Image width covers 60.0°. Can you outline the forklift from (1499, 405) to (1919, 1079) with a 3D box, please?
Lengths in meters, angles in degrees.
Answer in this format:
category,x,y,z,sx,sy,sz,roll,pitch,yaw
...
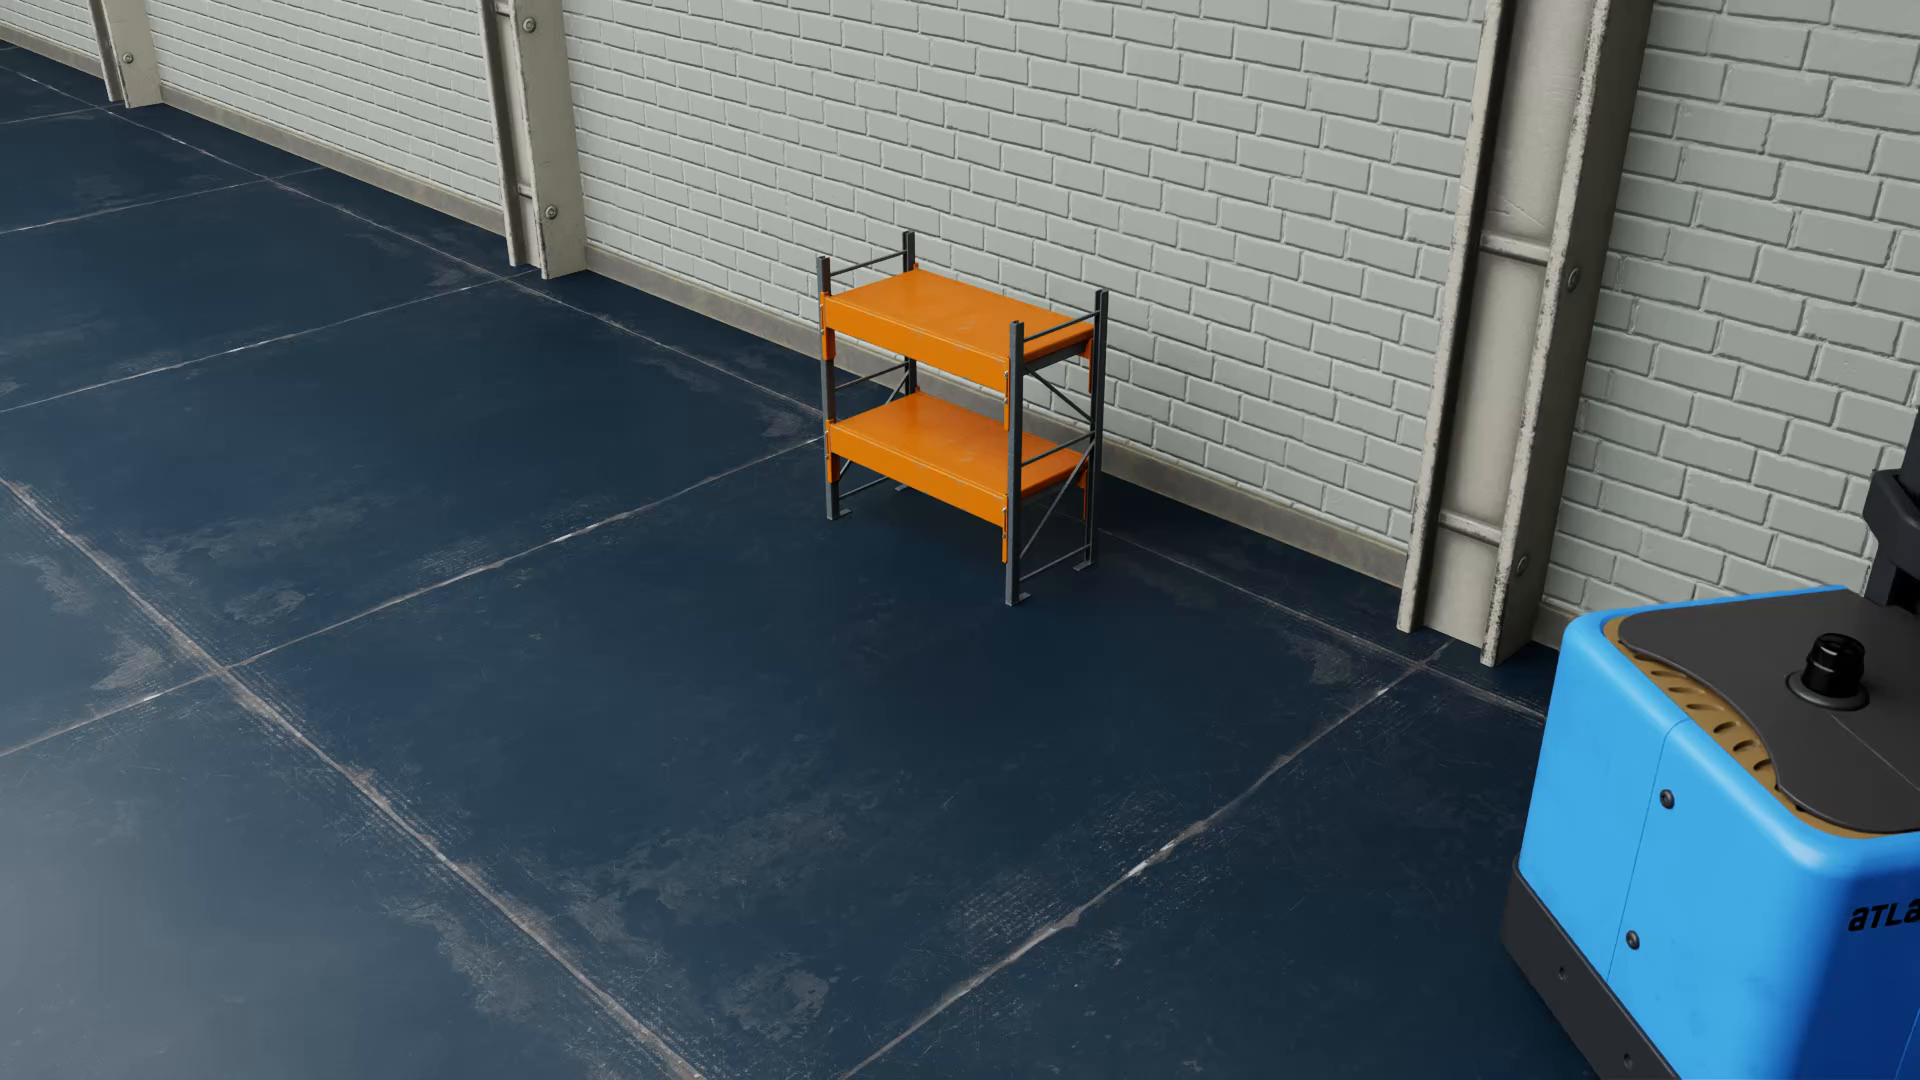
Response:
category,x,y,z,sx,sy,sz,roll,pitch,yaw
forklift,3.040,-0.085,3.762,3.031,2.935,1.130,-5,28,-10

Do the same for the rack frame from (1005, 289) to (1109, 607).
category,x,y,z,sx,sy,sz,roll,pitch,yaw
rack frame,0.358,-0.334,6.177,0.032,1.125,0.500,25,36,38

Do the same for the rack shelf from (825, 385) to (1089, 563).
category,x,y,z,sx,sy,sz,roll,pitch,yaw
rack shelf,-0.005,-0.284,6.606,1.000,0.278,0.538,25,36,38

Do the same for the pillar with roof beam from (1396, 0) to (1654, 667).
category,x,y,z,sx,sy,sz,roll,pitch,yaw
pillar with roof beam,-1.162,-2.217,1.297,0.400,9.000,9.100,25,36,38

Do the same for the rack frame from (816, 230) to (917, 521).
category,x,y,z,sx,sy,sz,roll,pitch,yaw
rack frame,-0.367,-0.666,6.808,0.032,1.125,0.500,25,36,38

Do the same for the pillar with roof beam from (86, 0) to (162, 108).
category,x,y,z,sx,sy,sz,roll,pitch,yaw
pillar with roof beam,-9.719,-6.133,8.744,0.400,9.000,9.100,25,36,38

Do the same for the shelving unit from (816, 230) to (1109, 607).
category,x,y,z,sx,sy,sz,roll,pitch,yaw
shelving unit,-0.005,-0.500,6.492,1.048,1.125,0.538,25,36,38

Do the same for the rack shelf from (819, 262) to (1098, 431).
category,x,y,z,sx,sy,sz,roll,pitch,yaw
rack shelf,-0.005,-0.759,6.356,1.000,0.278,0.538,25,36,38

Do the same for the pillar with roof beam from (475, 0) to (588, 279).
category,x,y,z,sx,sy,sz,roll,pitch,yaw
pillar with roof beam,-5.440,-4.175,5.021,0.400,9.000,9.100,25,36,38
